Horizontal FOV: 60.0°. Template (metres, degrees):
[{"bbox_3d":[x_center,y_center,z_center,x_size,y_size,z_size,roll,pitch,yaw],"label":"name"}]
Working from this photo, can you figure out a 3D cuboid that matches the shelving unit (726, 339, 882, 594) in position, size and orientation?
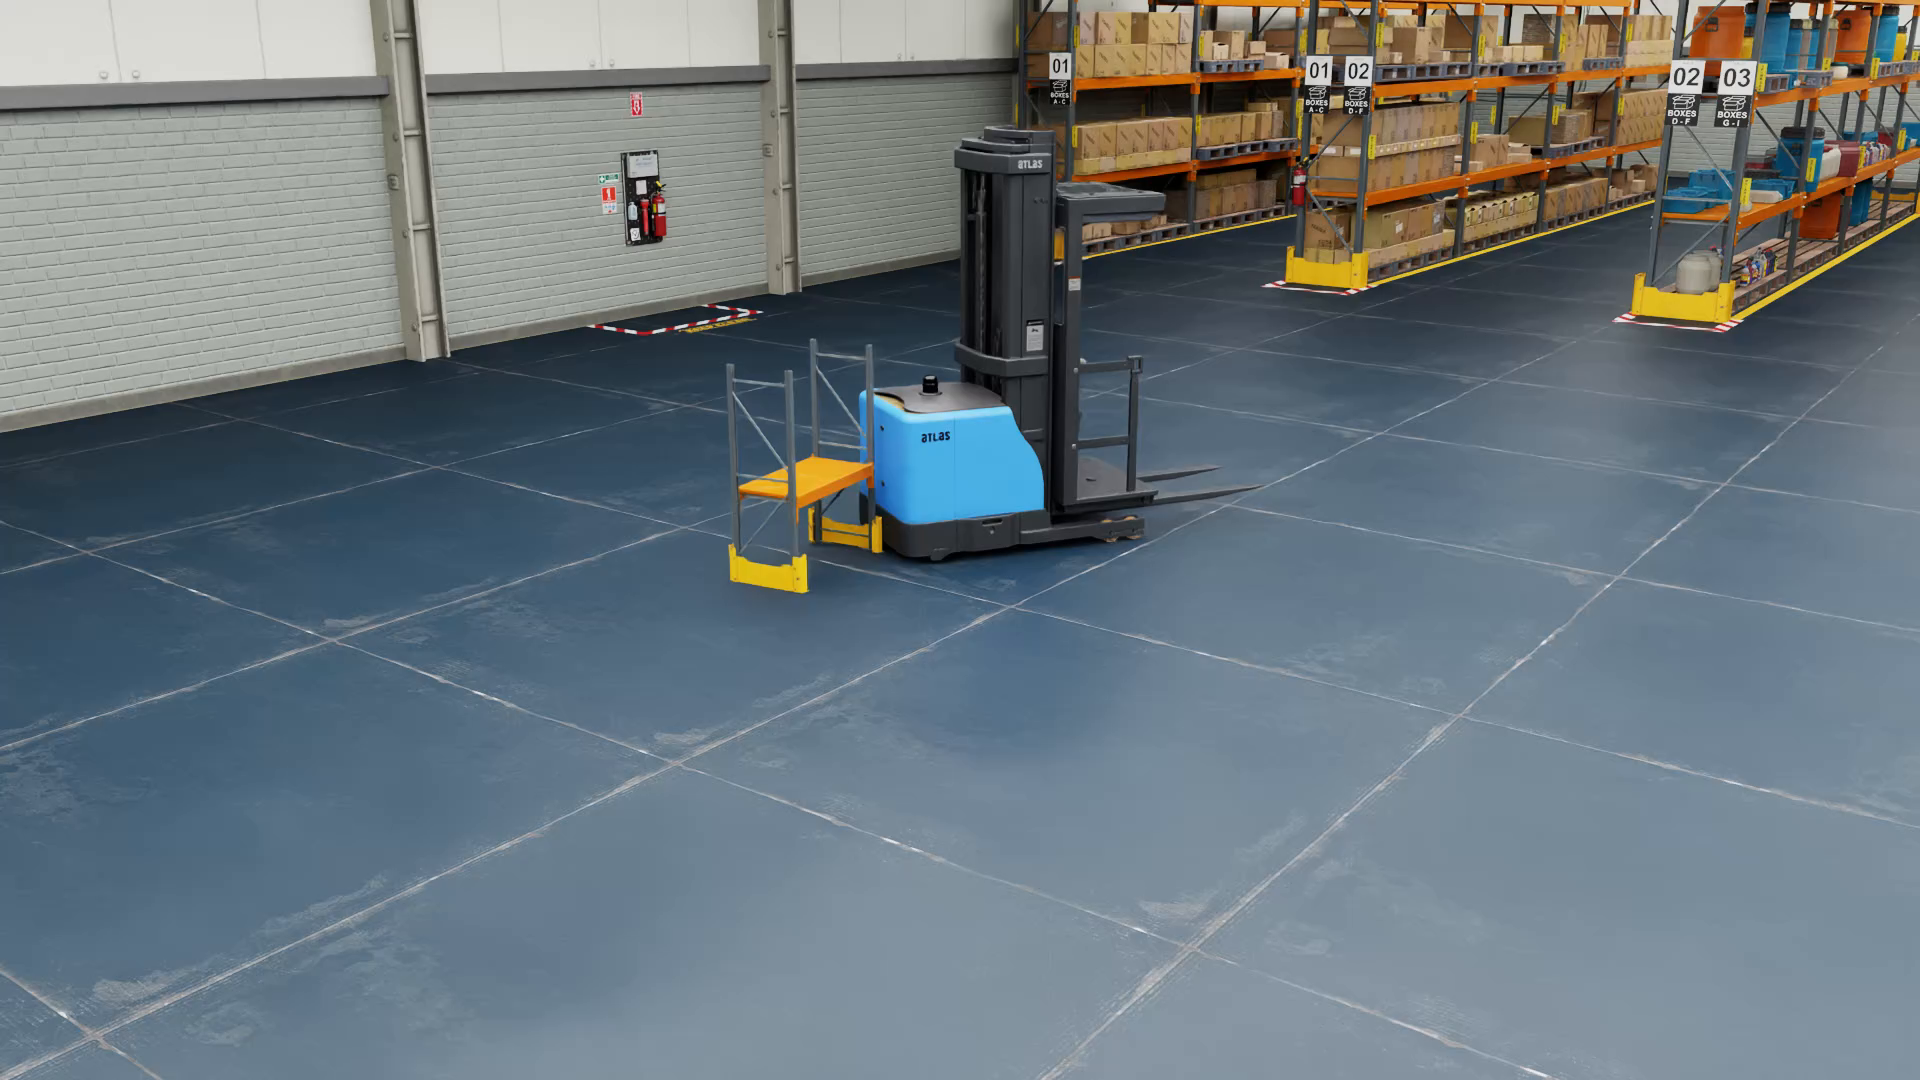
[{"bbox_3d":[-1.064,-0.539,11.449,0.587,1.500,1.083,9,19,26],"label":"shelving unit"}]

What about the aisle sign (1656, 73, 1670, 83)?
[{"bbox_3d":[15.170,-10.190,35.615,0.394,0.787,0.004,12,21,35],"label":"aisle sign"}]

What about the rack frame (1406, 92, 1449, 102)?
[{"bbox_3d":[10.903,-9.860,38.938,1.000,3.000,0.127,12,21,35],"label":"rack frame"}]

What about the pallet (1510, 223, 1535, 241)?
[{"bbox_3d":[9.595,-5.560,29.791,1.003,0.211,1.213,12,21,35],"label":"pallet"}]

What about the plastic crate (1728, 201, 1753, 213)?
[{"bbox_3d":[10.118,-4.329,21.572,0.298,0.136,0.250,12,21,35],"label":"plastic crate"}]

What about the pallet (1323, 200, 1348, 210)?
[{"bbox_3d":[7.394,-7.087,34.710,1.003,0.211,1.213,12,21,35],"label":"pallet"}]

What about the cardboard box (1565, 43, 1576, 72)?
[{"bbox_3d":[10.654,-8.792,30.272,0.910,0.500,0.500,12,21,35],"label":"cardboard box"}]

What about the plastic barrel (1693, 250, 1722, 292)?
[{"bbox_3d":[9.956,-3.601,22.269,0.421,0.512,0.421,0,17,0],"label":"plastic barrel"}]

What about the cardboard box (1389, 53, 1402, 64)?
[{"bbox_3d":[6.193,-7.004,24.162,0.380,0.149,0.250,12,21,35],"label":"cardboard box"}]

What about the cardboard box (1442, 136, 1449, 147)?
[{"bbox_3d":[7.441,-6.261,26.087,0.380,0.149,0.250,12,21,33],"label":"cardboard box"}]

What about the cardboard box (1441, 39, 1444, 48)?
[{"bbox_3d":[10.680,-11.248,37.726,0.500,0.250,0.500,13,22,36],"label":"cardboard box"}]

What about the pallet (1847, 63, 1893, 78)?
[{"bbox_3d":[14.627,-7.712,27.279,1.003,0.211,1.213,12,21,35],"label":"pallet"}]

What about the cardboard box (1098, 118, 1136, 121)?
[{"bbox_3d":[2.693,-6.983,28.627,0.500,0.500,0.500,13,22,36],"label":"cardboard box"}]

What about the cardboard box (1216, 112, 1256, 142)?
[{"bbox_3d":[5.140,-7.799,31.388,0.700,0.500,0.500,12,21,35],"label":"cardboard box"}]

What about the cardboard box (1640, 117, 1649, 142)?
[{"bbox_3d":[13.927,-8.517,34.444,0.500,0.500,0.500,12,21,34],"label":"cardboard box"}]

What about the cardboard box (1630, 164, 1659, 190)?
[{"bbox_3d":[14.758,-7.829,35.871,0.500,0.500,0.500,12,21,35],"label":"cardboard box"}]

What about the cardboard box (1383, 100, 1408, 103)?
[{"bbox_3d":[9.296,-9.350,36.790,0.980,0.700,0.700,12,21,33],"label":"cardboard box"}]

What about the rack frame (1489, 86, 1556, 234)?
[{"bbox_3d":[10.117,-7.081,29.987,1.000,3.000,0.127,12,21,35],"label":"rack frame"}]

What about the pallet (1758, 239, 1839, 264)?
[{"bbox_3d":[13.600,-4.695,27.007,1.003,0.211,1.213,12,21,35],"label":"pallet"}]

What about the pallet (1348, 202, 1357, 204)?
[{"bbox_3d":[8.121,-7.379,35.649,1.003,0.211,1.213,12,21,35],"label":"pallet"}]

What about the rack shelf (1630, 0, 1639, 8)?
[{"bbox_3d":[13.692,-11.030,33.806,1.077,0.370,4.000,12,21,35],"label":"rack shelf"}]

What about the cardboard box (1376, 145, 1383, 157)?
[{"bbox_3d":[5.912,-5.651,24.122,0.380,0.149,0.250,12,21,33],"label":"cardboard box"}]

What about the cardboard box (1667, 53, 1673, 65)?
[{"bbox_3d":[14.789,-10.178,35.156,0.500,0.250,0.500,12,21,35],"label":"cardboard box"}]

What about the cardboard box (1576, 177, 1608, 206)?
[{"bbox_3d":[12.437,-6.881,32.819,0.500,0.500,0.500,12,21,34],"label":"cardboard box"}]

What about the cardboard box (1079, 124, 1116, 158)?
[{"bbox_3d":[2.198,-6.522,27.143,0.500,0.500,0.500,12,21,35],"label":"cardboard box"}]

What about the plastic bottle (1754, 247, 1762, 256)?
[{"bbox_3d":[11.442,-4.018,23.849,0.144,0.351,0.185,12,21,35],"label":"plastic bottle"}]

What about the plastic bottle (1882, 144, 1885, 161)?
[{"bbox_3d":[16.400,-6.887,29.561,0.061,0.283,0.133,12,21,35],"label":"plastic bottle"}]

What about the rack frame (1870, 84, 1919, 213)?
[{"bbox_3d":[18.860,-8.110,33.301,1.000,3.000,0.127,12,21,35],"label":"rack frame"}]

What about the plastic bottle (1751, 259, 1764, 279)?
[{"bbox_3d":[11.151,-3.796,23.261,0.152,0.276,0.135,13,21,36],"label":"plastic bottle"}]

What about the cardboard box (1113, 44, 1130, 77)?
[{"bbox_3d":[2.425,-7.821,27.111,0.500,0.500,0.500,14,22,37],"label":"cardboard box"}]

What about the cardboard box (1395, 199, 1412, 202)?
[{"bbox_3d":[6.914,-5.198,26.588,0.500,0.500,0.500,12,21,35],"label":"cardboard box"}]

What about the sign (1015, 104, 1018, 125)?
[{"bbox_3d":[0.936,-6.856,26.779,0.100,0.325,0.005,12,21,35],"label":"sign"}]

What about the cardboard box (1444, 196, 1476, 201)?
[{"bbox_3d":[8.651,-5.793,28.822,0.500,0.311,0.500,12,21,34],"label":"cardboard box"}]

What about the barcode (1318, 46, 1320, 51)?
[{"bbox_3d":[5.143,-7.042,23.826,0.001,0.075,0.075,12,21,35],"label":"barcode"}]

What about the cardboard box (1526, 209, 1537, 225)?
[{"bbox_3d":[10.000,-5.800,29.790,0.500,0.250,0.500,13,21,36],"label":"cardboard box"}]

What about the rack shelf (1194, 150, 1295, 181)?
[{"bbox_3d":[4.945,-7.135,31.375,1.077,0.370,4.000,12,21,35],"label":"rack shelf"}]

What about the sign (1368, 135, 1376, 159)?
[{"bbox_3d":[5.793,-5.527,23.390,0.100,0.325,0.005,12,21,35],"label":"sign"}]

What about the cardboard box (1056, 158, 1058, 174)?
[{"bbox_3d":[1.493,-6.133,27.155,0.500,0.250,0.500,13,21,35],"label":"cardboard box"}]

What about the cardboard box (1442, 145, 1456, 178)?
[{"bbox_3d":[7.474,-6.069,26.560,0.700,0.500,0.500,12,21,33],"label":"cardboard box"}]

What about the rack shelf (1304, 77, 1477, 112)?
[{"bbox_3d":[6.542,-6.740,25.047,1.077,0.370,4.000,12,21,35],"label":"rack shelf"}]

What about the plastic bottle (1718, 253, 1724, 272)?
[{"bbox_3d":[10.906,-3.984,23.874,0.097,0.271,0.097,0,17,0],"label":"plastic bottle"}]

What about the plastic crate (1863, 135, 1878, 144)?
[{"bbox_3d":[17.485,-7.673,32.075,0.416,0.233,0.300,12,21,35],"label":"plastic crate"}]

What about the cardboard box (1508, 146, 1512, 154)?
[{"bbox_3d":[9.429,-6.859,29.424,0.500,0.311,0.500,12,21,34],"label":"cardboard box"}]

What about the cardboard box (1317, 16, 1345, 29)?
[{"bbox_3d":[7.573,-10.636,34.202,0.500,0.250,0.500,12,21,33],"label":"cardboard box"}]

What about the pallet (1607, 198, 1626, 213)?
[{"bbox_3d":[12.910,-6.865,33.994,1.003,0.211,1.213,12,21,35],"label":"pallet"}]

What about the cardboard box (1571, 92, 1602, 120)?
[{"bbox_3d":[12.594,-8.725,33.427,0.500,0.500,0.500,13,21,35],"label":"cardboard box"}]

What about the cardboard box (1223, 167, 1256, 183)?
[{"bbox_3d":[5.359,-7.024,32.014,0.500,0.250,0.500,13,21,36],"label":"cardboard box"}]

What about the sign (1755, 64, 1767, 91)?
[{"bbox_3d":[9.766,-5.638,20.267,0.100,0.325,0.005,12,21,35],"label":"sign"}]

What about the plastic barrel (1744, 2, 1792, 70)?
[{"bbox_3d":[11.031,-6.906,22.813,0.600,0.901,0.708,12,21,35],"label":"plastic barrel"}]

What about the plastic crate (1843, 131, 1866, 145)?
[{"bbox_3d":[16.481,-7.350,30.779,0.392,0.384,0.575,12,21,35],"label":"plastic crate"}]

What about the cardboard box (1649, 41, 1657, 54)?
[{"bbox_3d":[13.891,-10.060,33.934,0.500,0.250,0.500,12,21,35],"label":"cardboard box"}]

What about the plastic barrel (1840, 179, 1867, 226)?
[{"bbox_3d":[15.717,-6.060,29.531,0.600,0.901,0.708,12,21,35],"label":"plastic barrel"}]

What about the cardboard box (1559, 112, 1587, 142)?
[{"bbox_3d":[11.497,-7.850,31.587,0.700,0.500,0.500,7,19,21],"label":"cardboard box"}]

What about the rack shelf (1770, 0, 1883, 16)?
[{"bbox_3d":[12.901,-8.059,24.908,1.077,0.370,4.000,12,21,35],"label":"rack shelf"}]

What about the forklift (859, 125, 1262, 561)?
[{"bbox_3d":[0.814,-1.518,12.190,3.031,2.935,1.130,-7,19,-22],"label":"forklift"}]

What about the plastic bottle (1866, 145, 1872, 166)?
[{"bbox_3d":[15.535,-6.594,28.504,0.144,0.351,0.185,12,21,35],"label":"plastic bottle"}]

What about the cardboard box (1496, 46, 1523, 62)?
[{"bbox_3d":[9.244,-8.262,28.277,0.500,0.250,0.500,12,21,34],"label":"cardboard box"}]
